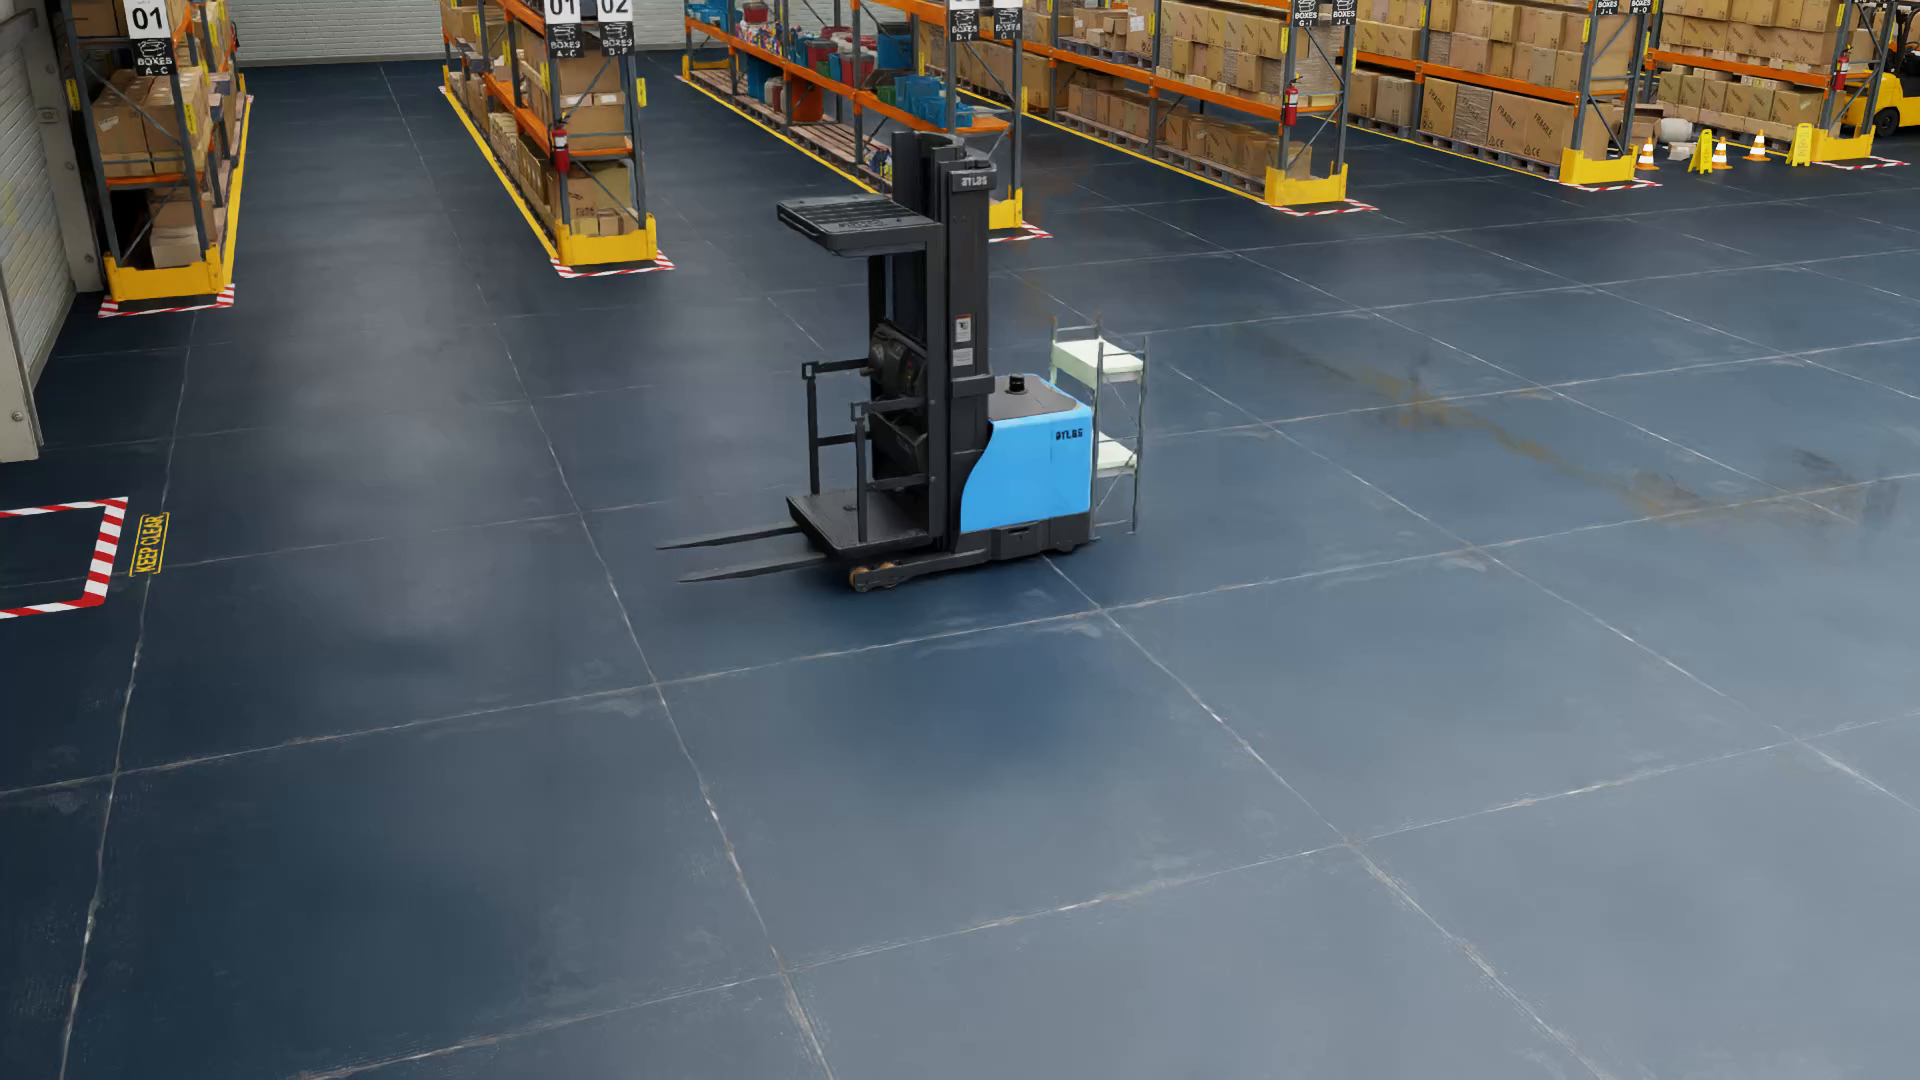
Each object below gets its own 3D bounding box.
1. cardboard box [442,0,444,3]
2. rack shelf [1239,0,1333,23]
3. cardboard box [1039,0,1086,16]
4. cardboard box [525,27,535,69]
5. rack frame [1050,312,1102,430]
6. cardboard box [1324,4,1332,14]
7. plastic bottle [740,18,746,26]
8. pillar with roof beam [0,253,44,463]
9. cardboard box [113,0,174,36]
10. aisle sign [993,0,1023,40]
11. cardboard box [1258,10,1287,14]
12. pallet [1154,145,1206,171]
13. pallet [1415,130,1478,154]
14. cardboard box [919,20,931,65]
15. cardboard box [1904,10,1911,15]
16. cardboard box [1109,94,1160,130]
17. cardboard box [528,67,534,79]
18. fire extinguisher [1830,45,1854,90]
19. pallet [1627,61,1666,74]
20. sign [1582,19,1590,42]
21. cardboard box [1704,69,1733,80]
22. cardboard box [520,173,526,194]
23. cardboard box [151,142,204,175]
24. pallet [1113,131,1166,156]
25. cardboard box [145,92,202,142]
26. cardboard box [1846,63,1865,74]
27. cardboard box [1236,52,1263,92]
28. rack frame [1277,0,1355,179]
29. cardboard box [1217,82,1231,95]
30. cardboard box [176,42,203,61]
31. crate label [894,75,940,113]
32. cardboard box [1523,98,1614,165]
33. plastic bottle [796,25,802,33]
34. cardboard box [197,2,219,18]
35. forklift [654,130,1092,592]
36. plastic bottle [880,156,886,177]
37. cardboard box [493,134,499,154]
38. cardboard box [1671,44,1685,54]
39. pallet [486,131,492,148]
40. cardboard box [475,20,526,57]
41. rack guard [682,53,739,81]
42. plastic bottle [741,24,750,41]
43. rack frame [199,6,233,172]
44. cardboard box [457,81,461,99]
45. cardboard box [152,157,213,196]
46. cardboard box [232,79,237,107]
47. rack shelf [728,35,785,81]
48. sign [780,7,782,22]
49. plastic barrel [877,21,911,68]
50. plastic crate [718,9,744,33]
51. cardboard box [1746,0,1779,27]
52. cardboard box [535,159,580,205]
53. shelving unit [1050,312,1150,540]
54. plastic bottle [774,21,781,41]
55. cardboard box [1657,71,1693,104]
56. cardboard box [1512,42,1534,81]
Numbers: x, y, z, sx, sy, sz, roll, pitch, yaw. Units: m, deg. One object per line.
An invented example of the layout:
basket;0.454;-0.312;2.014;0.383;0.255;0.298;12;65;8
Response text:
cardboard box;-9.876;-10.769;32.521;0.500;0.500;0.500;-8;24;-18
rack shelf;4.237;-7.970;24.361;1.077;0.370;4.000;-8;24;-19
cardboard box;1.874;-9.875;30.398;0.797;0.503;0.637;-7;24;-17
cardboard box;-5.396;-6.588;22.219;0.700;0.500;0.500;-8;24;-19
rack frame;0.858;-0.984;12.642;0.400;1.500;0.023;-8;24;-22
cardboard box;7.122;-9.902;30.464;0.700;0.500;0.500;-9;24;-20
plastic bottle;-4.094;-9.663;31.378;0.144;0.351;0.185;-8;24;-19
pillar with roof beam;-3.868;-5.464;13.628;9.100;9.000;0.400;-8;24;-19
cardboard box;-8.843;-5.747;18.006;0.500;0.500;0.500;-8;24;-18
aisle sign;0.609;-6.725;20.996;0.394;0.787;0.004;-8;24;-19
cardboard box;4.656;-7.438;24.235;0.500;0.500;0.500;-8;24;-19
pallet;3.801;-6.122;26.502;1.003;0.211;1.213;-8;24;-19
pallet;8.402;-6.717;27.916;1.003;0.211;1.213;-8;24;-19
cardboard box;-0.408;-10.999;36.678;0.875;0.875;0.875;-8;24;-19
cardboard box;17.521;-9.696;30.429;0.380;0.149;0.250;-8;24;-19
cardboard box;2.985;-7.302;28.364;0.700;0.500;0.500;-11;25;-24
cardboard box;-5.549;-6.229;22.202;0.380;0.149;0.250;-9;24;-19
fire extinguisher;13.824;-7.412;26.072;0.296;0.674;0.183;-8;24;-19
pallet;15.375;-10.575;37.069;1.003;0.211;1.213;-8;24;-19
sign;9.107;-7.409;24.172;0.100;0.325;0.005;-8;24;-19
cardboard box;13.026;-7.987;28.537;0.380;0.149;0.250;-7;24;-16
cardboard box;-5.858;-5.004;23.260;0.500;0.250;0.500;-8;24;-19
cardboard box;-8.834;-4.314;18.792;0.500;0.250;0.500;-9;25;-21
pallet;3.254;-6.643;27.740;1.003;0.211;1.213;-8;24;-19
cardboard box;-9.011;-4.835;19.061;0.500;0.500;0.500;-8;24;-19
cardboard box;14.288;-7.588;26.715;0.380;0.149;0.250;-8;24;-19
cardboard box;4.486;-6.744;23.878;0.875;0.500;0.500;-8;24;-19
rack frame;4.943;-6.192;23.080;1.000;3.000;0.127;-8;24;-19
cardboard box;4.021;-6.682;24.566;0.380;0.149;0.250;-8;24;-19
cardboard box;-11.386;-6.940;24.159;0.700;0.500;0.500;-11;25;-24
crate label;-0.593;-6.161;22.959;0.502;0.435;0.616;-8;24;-19
cardboard box;9.318;-6.288;25.501;0.875;0.875;0.875;-8;24;-19
plastic bottle;-2.909;-9.161;30.186;0.144;0.351;0.185;-8;24;-19
cardboard box;-12.793;-8.917;28.041;0.500;0.250;0.500;-8;24;-18
forklift;-0.615;-1.225;11.383;3.031;2.935;1.130;-10;25;-22
plastic bottle;-1.120;-5.433;24.208;0.061;0.283;0.133;-7;24;-17
cardboard box;-7.063;-6.255;26.227;0.500;0.250;0.500;-9;24;-20
cardboard box;12.750;-8.646;29.226;0.380;0.149;0.250;-8;24;-17
pallet;-7.380;-6.733;27.952;1.003;0.211;1.213;-8;24;-19
cardboard box;-7.479;-8.194;27.160;0.700;0.500;0.500;-18;29;-36
rack guard;-5.363;-10.181;35.763;1.175;0.500;0.348;-8;24;-19
plastic bottle;-3.993;-9.462;30.998;0.152;0.276;0.135;-8;24;-19
rack frame;-11.785;-7.060;25.139;1.000;3.000;0.127;-8;24;-19
cardboard box;-9.296;-8.599;31.685;0.500;0.311;0.500;-8;24;-19
cardboard box;-10.647;-4.923;22.720;0.700;0.500;0.500;-7;24;-17
cardboard box;-13.719;-8.211;30.547;0.700;0.500;0.500;-8;24;-18
rack shelf;-3.223;-8.815;30.228;1.077;0.370;4.000;-8;24;-19
sign;-3.414;-10.075;31.936;0.100;0.325;0.005;-8;24;-19
plastic barrel;-0.956;-7.379;25.250;0.600;0.901;0.708;-8;24;-19
plastic crate;-4.413;-10.016;32.095;0.392;0.384;0.575;-8;24;-19
cardboard box;13.382;-8.708;27.248;0.700;0.500;0.500;-9;24;-20
cardboard box;-5.160;-4.622;21.388;0.500;0.500;0.500;-8;24;-19
shelving unit;1.002;-0.853;12.332;0.431;1.500;0.755;-8;24;-22
plastic bottle;-3.368;-9.474;30.930;0.144;0.351;0.185;-8;24;-19
cardboard box;12.757;-8.026;29.464;0.500;0.500;0.500;-7;24;-16
cardboard box;9.151;-7.451;25.874;0.875;0.550;0.550;-8;24;-19
